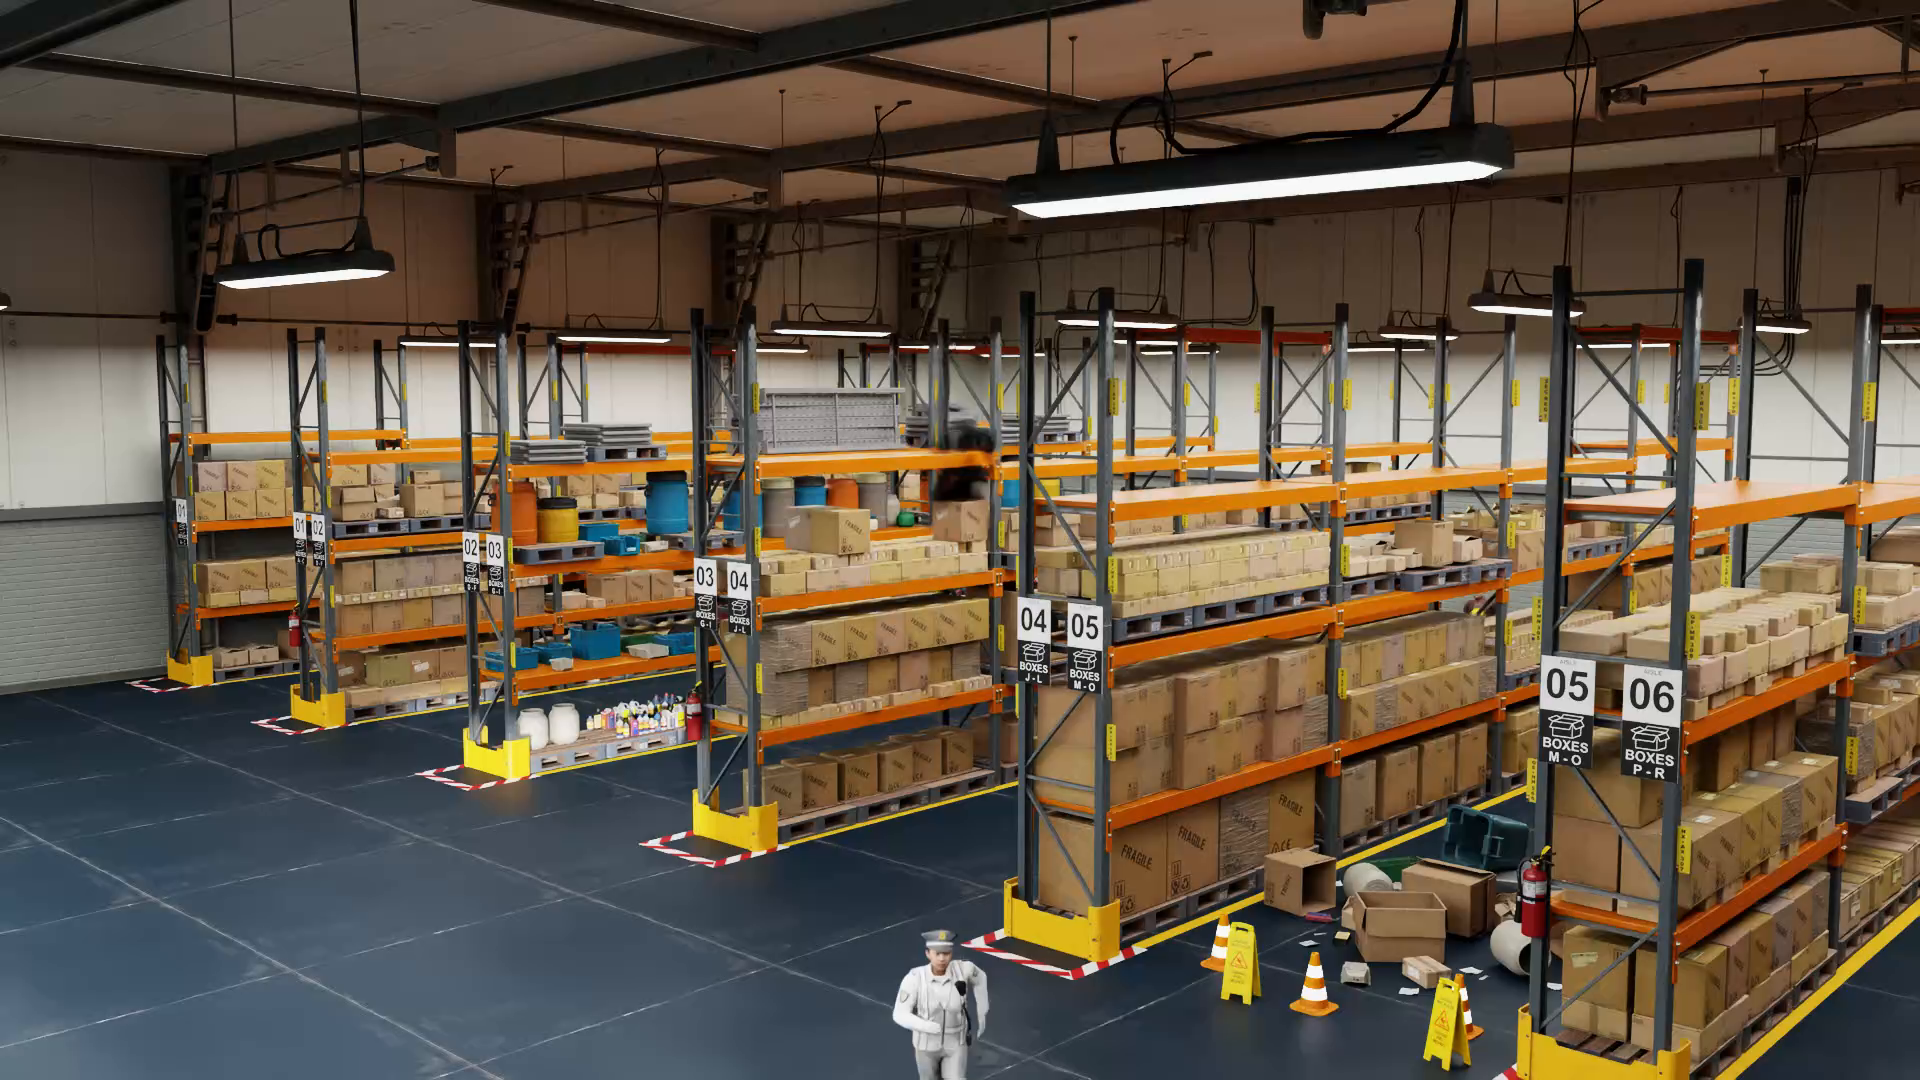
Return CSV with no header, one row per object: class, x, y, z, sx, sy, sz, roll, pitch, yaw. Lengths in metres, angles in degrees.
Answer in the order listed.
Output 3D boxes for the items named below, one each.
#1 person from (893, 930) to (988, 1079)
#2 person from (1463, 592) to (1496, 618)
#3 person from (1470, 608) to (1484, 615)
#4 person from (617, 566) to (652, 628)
person,-0.121,3.319,10.841,0.638,1.728,0.829,0,5,-5
person,8.900,1.636,28.478,0.717,1.715,0.642,3,6,29
person,7.829,1.932,25.215,0.803,1.792,0.704,-4,7,-40
person,-6.516,1.196,32.945,0.663,1.743,0.805,4,7,35
